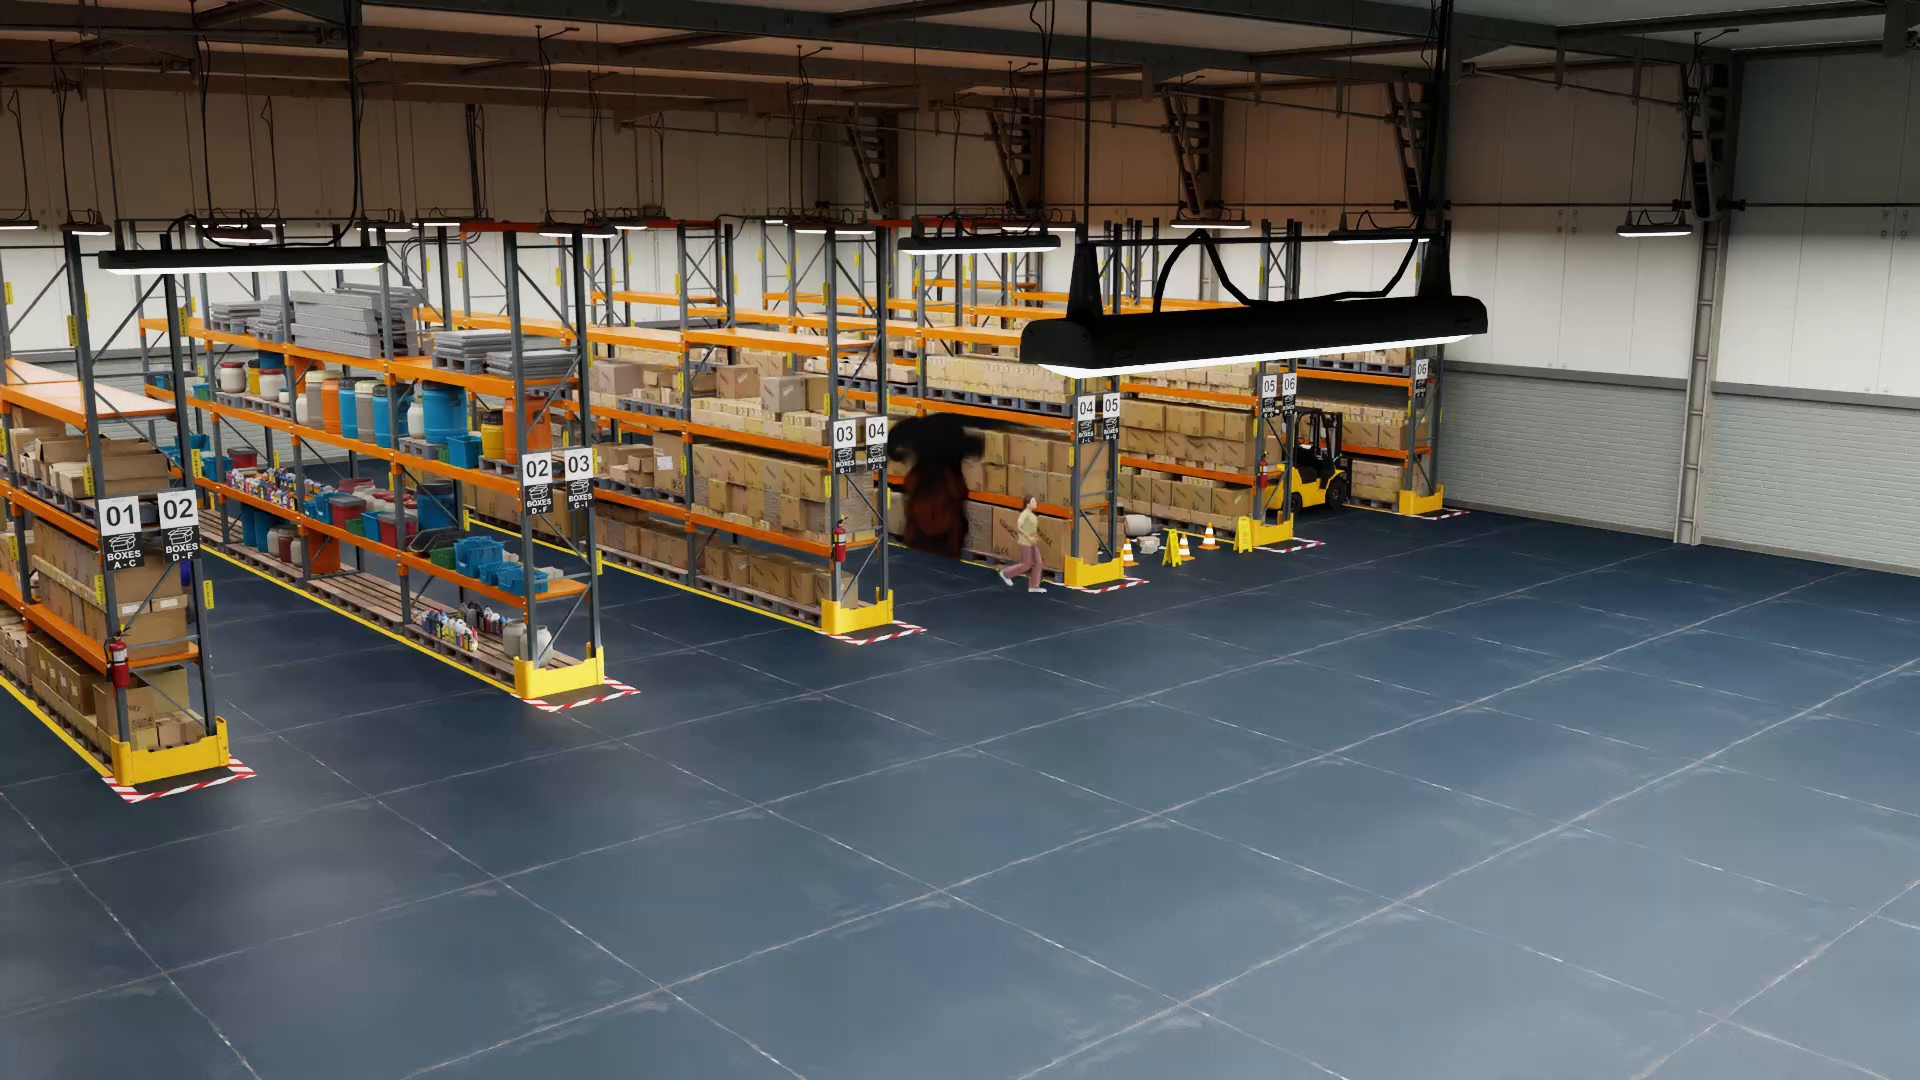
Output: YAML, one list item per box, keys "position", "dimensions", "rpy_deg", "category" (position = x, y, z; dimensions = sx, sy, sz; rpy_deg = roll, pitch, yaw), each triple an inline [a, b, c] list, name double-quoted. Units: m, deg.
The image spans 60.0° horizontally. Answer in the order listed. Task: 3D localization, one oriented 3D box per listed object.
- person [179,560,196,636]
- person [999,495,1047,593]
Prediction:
- position: [-11.306, 0.779, 24.146]
  dimensions: [0.718, 1.543, 0.565]
  rpy_deg: [5, 13, 25]
  category: "person"
- position: [1.048, 0.052, 27.395]
  dimensions: [0.804, 1.630, 0.602]
  rpy_deg: [4, 12, 19]
  category: "person"
